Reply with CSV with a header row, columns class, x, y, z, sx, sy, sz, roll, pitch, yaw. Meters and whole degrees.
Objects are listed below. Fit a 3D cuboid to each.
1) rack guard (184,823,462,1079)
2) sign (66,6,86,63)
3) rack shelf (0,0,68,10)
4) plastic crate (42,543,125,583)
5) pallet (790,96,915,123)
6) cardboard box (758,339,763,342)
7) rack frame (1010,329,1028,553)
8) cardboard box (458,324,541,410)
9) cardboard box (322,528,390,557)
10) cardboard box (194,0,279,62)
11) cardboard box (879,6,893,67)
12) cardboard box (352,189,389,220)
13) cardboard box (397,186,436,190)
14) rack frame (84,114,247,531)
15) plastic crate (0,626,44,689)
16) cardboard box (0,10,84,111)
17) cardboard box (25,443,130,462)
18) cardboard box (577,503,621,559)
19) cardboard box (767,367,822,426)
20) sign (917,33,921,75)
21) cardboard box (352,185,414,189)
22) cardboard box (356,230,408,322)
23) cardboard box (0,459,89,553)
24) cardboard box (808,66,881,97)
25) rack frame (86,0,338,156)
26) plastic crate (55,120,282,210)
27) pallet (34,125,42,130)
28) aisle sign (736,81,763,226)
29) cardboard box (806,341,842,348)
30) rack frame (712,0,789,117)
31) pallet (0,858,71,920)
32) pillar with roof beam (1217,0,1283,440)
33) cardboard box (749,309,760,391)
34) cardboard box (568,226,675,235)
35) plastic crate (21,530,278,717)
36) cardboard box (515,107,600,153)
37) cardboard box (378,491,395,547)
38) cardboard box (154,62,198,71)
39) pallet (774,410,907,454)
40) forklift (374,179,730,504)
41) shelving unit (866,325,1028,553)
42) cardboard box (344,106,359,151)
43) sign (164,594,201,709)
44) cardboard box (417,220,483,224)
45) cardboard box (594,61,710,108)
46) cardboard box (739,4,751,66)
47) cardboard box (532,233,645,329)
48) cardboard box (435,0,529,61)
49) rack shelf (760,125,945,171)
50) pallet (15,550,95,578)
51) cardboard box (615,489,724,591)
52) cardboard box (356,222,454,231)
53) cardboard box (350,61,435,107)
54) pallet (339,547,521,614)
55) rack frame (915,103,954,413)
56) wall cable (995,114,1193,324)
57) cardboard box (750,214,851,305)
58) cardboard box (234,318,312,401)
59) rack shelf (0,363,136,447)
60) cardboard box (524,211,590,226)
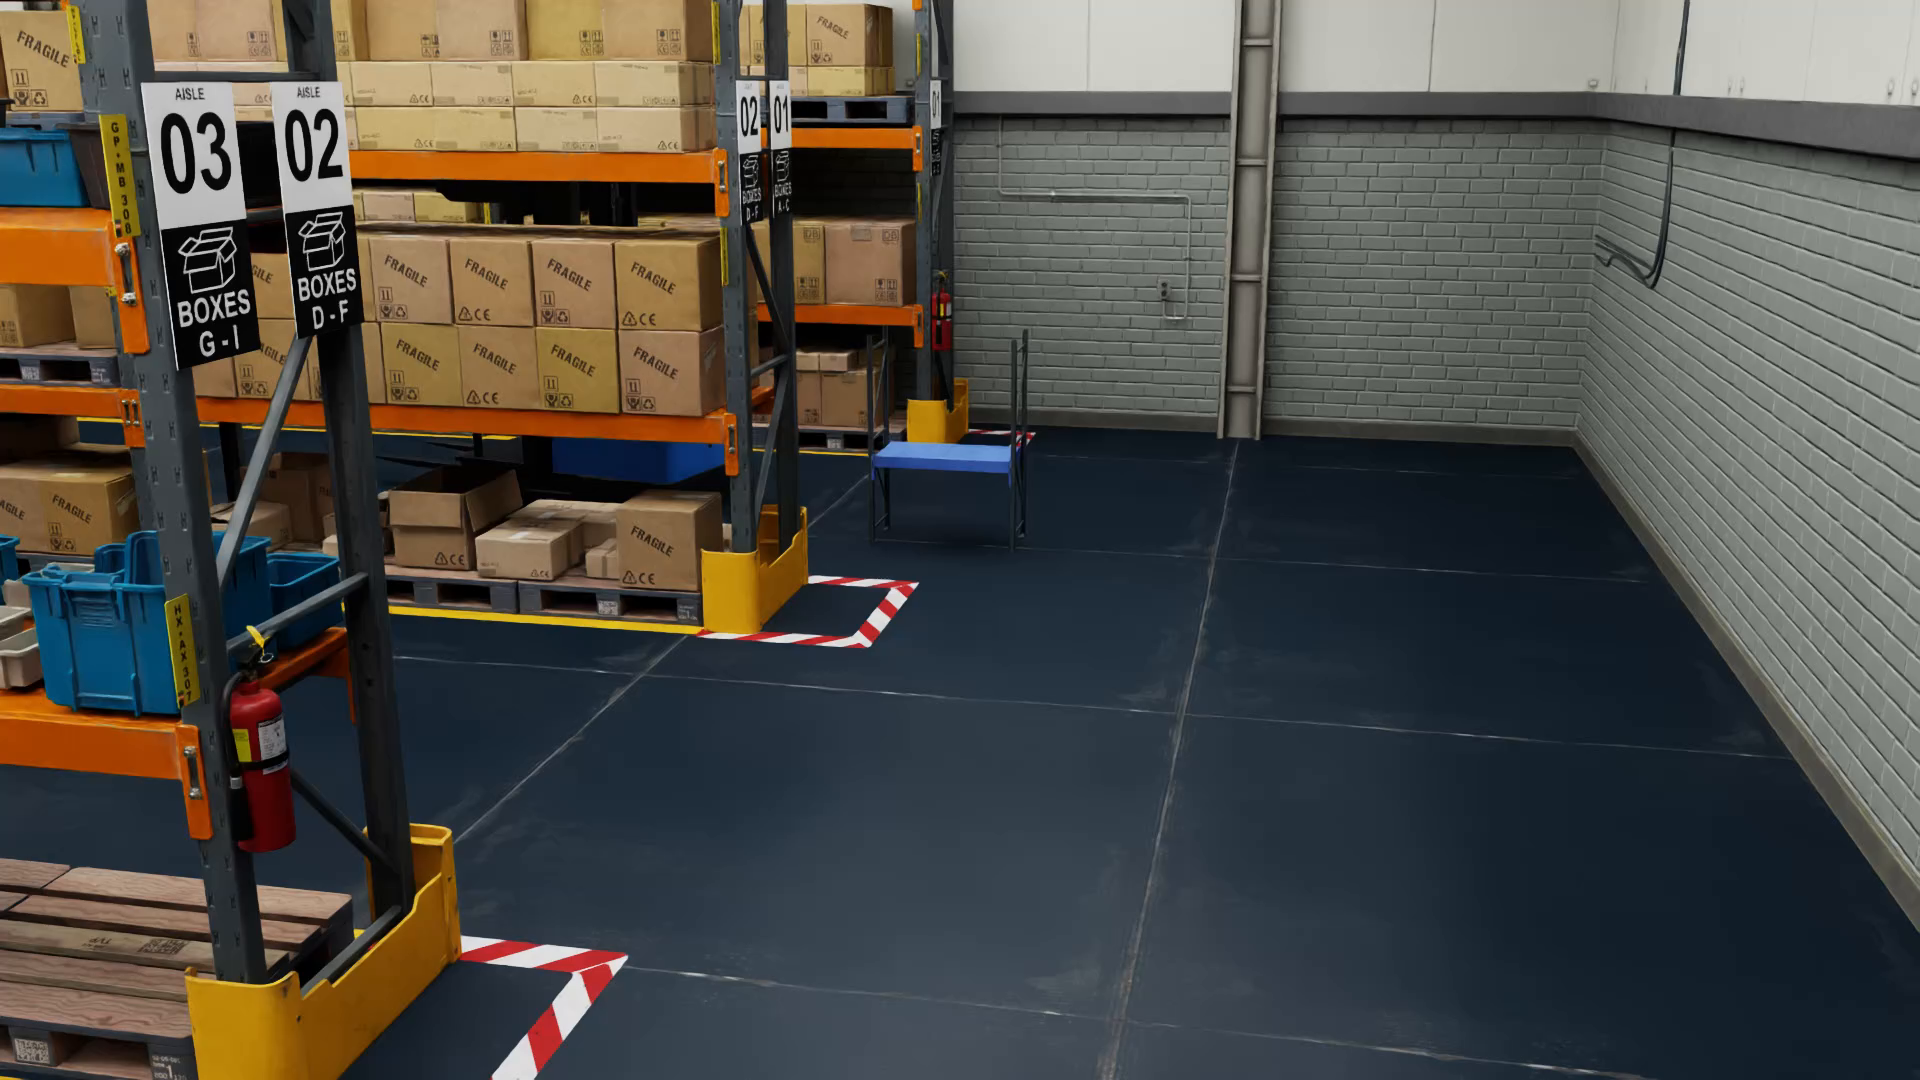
class,x,y,z,sx,sy,sz,roll,pitch,yaw
rack guard,-2.164,1.463,5.774,0.348,0.500,1.175,3,16,11
sign,-5.227,-2.987,9.831,0.005,0.325,0.100,3,16,11
rack shelf,-10.016,-5.215,16.057,4.000,0.370,1.077,3,16,11
plastic crate,-3.012,0.178,5.932,0.300,0.233,0.416,3,16,11
pallet,-0.945,-3.771,14.532,1.213,0.211,1.003,3,16,11
cardboard box,-2.003,-1.765,15.426,0.250,0.149,0.380,3,16,12
rack frame,0.415,-0.700,11.711,0.032,1.500,0.500,3,16,11
cardboard box,-2.690,-1.091,10.123,0.500,0.500,0.500,3,16,12
cardboard box,-3.902,0.028,10.756,0.250,0.166,0.380,3,16,11
cardboard box,-4.174,-3.144,10.043,0.500,0.500,0.700,3,16,11
cardboard box,-0.884,-4.418,14.607,0.500,0.500,0.500,2,16,9
cardboard box,-5.644,-3.121,15.454,0.500,0.250,0.500,3,16,12
cardboard box,-5.049,-3.225,15.829,0.500,0.250,0.500,3,16,12
rack frame,-5.120,-1.248,10.878,0.127,3.000,1.000,3,16,11
plastic crate,-3.026,0.363,5.445,0.243,0.136,0.396,3,16,11
cardboard box,-5.599,-3.038,10.561,0.600,0.600,0.600,2,16,6
cardboard box,-6.070,-0.370,11.568,0.500,0.500,0.500,3,16,12
cardboard box,-2.166,-0.052,10.886,0.500,0.250,0.500,3,16,11
cardboard box,-1.413,-1.367,15.202,0.500,0.500,0.700,3,16,11
sign,-0.338,-4.024,13.771,0.005,0.325,0.100,3,16,11
cardboard box,-5.541,-3.251,15.921,0.500,0.250,0.500,3,16,9
cardboard box,-3.705,-1.624,10.177,0.500,0.500,0.500,3,16,9
cardboard box,-6.143,-0.235,11.080,0.500,0.500,0.500,3,16,11
cardboard box,-0.987,-3.924,14.229,0.500,0.250,0.500,4,16,13
rack frame,-2.191,-2.631,4.632,0.127,3.000,1.000,3,16,11
plastic crate,-2.512,-1.215,5.387,0.590,0.269,0.497,3,16,11
pallet,-6.762,-2.710,10.890,1.003,0.211,1.213,3,16,11
aisle sign,-1.194,-2.204,9.460,0.004,0.787,0.394,3,16,11
cardboard box,-1.257,-1.725,15.281,0.250,0.149,0.380,3,16,11
rack frame,-1.200,-3.926,9.309,0.127,3.000,1.000,3,16,11
pallet,-4.183,1.485,6.236,1.213,0.211,1.003,3,16,11
pillar with roof beam,1.744,-4.179,10.220,0.400,9.000,9.100,3,16,11
cardboard box,-1.582,-1.176,10.430,0.500,0.500,0.500,3,16,12
cardboard box,-2.096,-1.683,10.390,0.500,0.500,0.500,3,16,12
plastic crate,-2.556,0.246,5.308,0.499,0.435,0.616,3,16,11
cardboard box,-2.244,-2.396,9.685,0.500,0.250,0.500,3,16,11
cardboard box,-3.770,-0.168,11.192,0.500,0.311,0.500,3,16,11
cardboard box,-4.693,-2.771,10.103,0.500,0.250,0.500,3,16,11
pallet,-1.016,-1.009,15.240,1.213,0.211,1.003,3,16,11
forklift,-3.315,-1.808,13.028,3.031,2.935,1.130,7,17,23
shelving unit,-0.084,-0.727,11.808,1.048,1.500,0.538,3,16,11
cardboard box,-3.714,-2.476,9.973,0.500,0.250,0.500,3,16,11
sign,-2.284,0.327,4.888,0.005,0.325,0.100,3,16,11
cardboard box,-4.639,-2.704,15.352,0.500,0.500,0.500,3,16,10
cardboard box,-1.754,-2.610,9.520,0.500,0.250,0.500,3,16,11
cardboard box,-1.989,-4.339,14.320,0.500,0.500,0.500,2,16,9
cardboard box,-2.186,-1.543,9.885,0.500,0.500,0.500,4,16,13
cardboard box,-2.691,-3.081,9.816,0.500,0.500,0.700,3,16,11
rack shelf,-2.176,-3.536,14.868,4.000,0.370,1.077,3,16,11
pallet,-5.924,0.063,11.371,1.213,0.211,1.003,3,16,11
cardboard box,-1.782,-0.007,10.256,0.500,0.500,0.500,3,16,11
cardboard box,-3.576,-1.765,10.686,0.500,0.500,0.500,3,16,12
cardboard box,-3.225,-2.689,9.806,0.500,0.250,0.500,3,16,11
pallet,-3.248,0.197,10.885,1.213,0.211,1.003,3,16,11
rack frame,-0.216,-2.331,14.788,0.127,3.000,1.000,3,16,11
wall cable,1.227,-3.000,15.300,1.851,1.984,0.084,3,16,11
cardboard box,-1.433,-2.536,14.966,0.700,0.700,0.980,3,16,11
cardboard box,-4.172,-1.171,10.414,0.500,0.500,0.500,3,16,12
rack shelf,-7.080,-1.008,11.358,4.000,0.370,1.077,3,16,11
cardboard box,-3.608,-2.655,15.397,0.700,0.700,0.980,3,16,12
